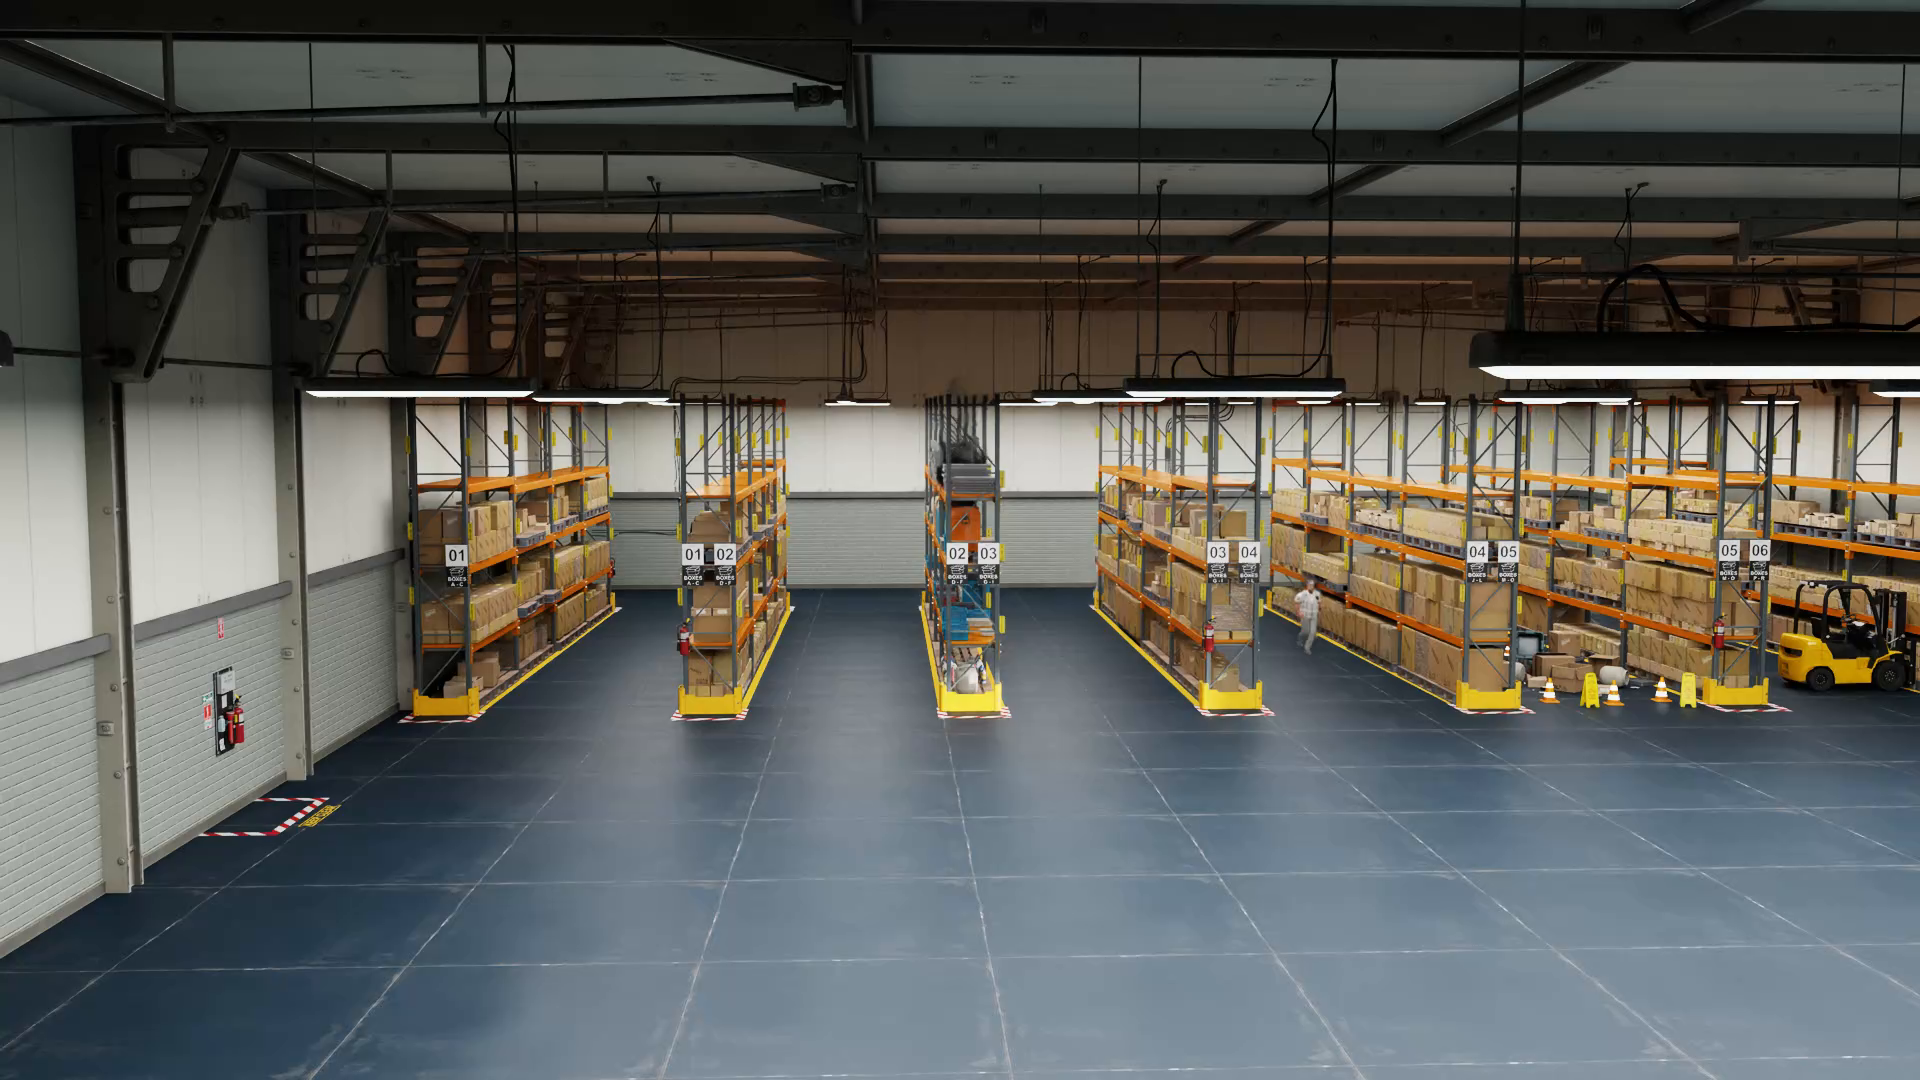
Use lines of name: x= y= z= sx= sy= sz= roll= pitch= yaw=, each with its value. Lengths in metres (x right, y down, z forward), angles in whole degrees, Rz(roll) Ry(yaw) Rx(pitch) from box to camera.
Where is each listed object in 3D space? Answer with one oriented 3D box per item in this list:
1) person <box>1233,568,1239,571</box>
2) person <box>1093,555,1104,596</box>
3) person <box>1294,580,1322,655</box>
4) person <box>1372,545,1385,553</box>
person: x=8.010 y=1.058 z=47.799 sx=0.769 sy=1.743 sz=1.050 roll=2 pitch=5 yaw=23
person: x=4.389 y=0.919 z=49.447 sx=0.934 sy=1.795 sz=0.693 roll=2 pitch=5 yaw=20
person: x=8.168 y=1.784 z=39.004 sx=0.682 sy=1.751 sz=0.603 roll=-1 pitch=5 yaw=-10
person: x=12.347 y=0.920 z=49.315 sx=0.939 sy=1.779 sz=0.690 roll=-1 pitch=5 yaw=-9
